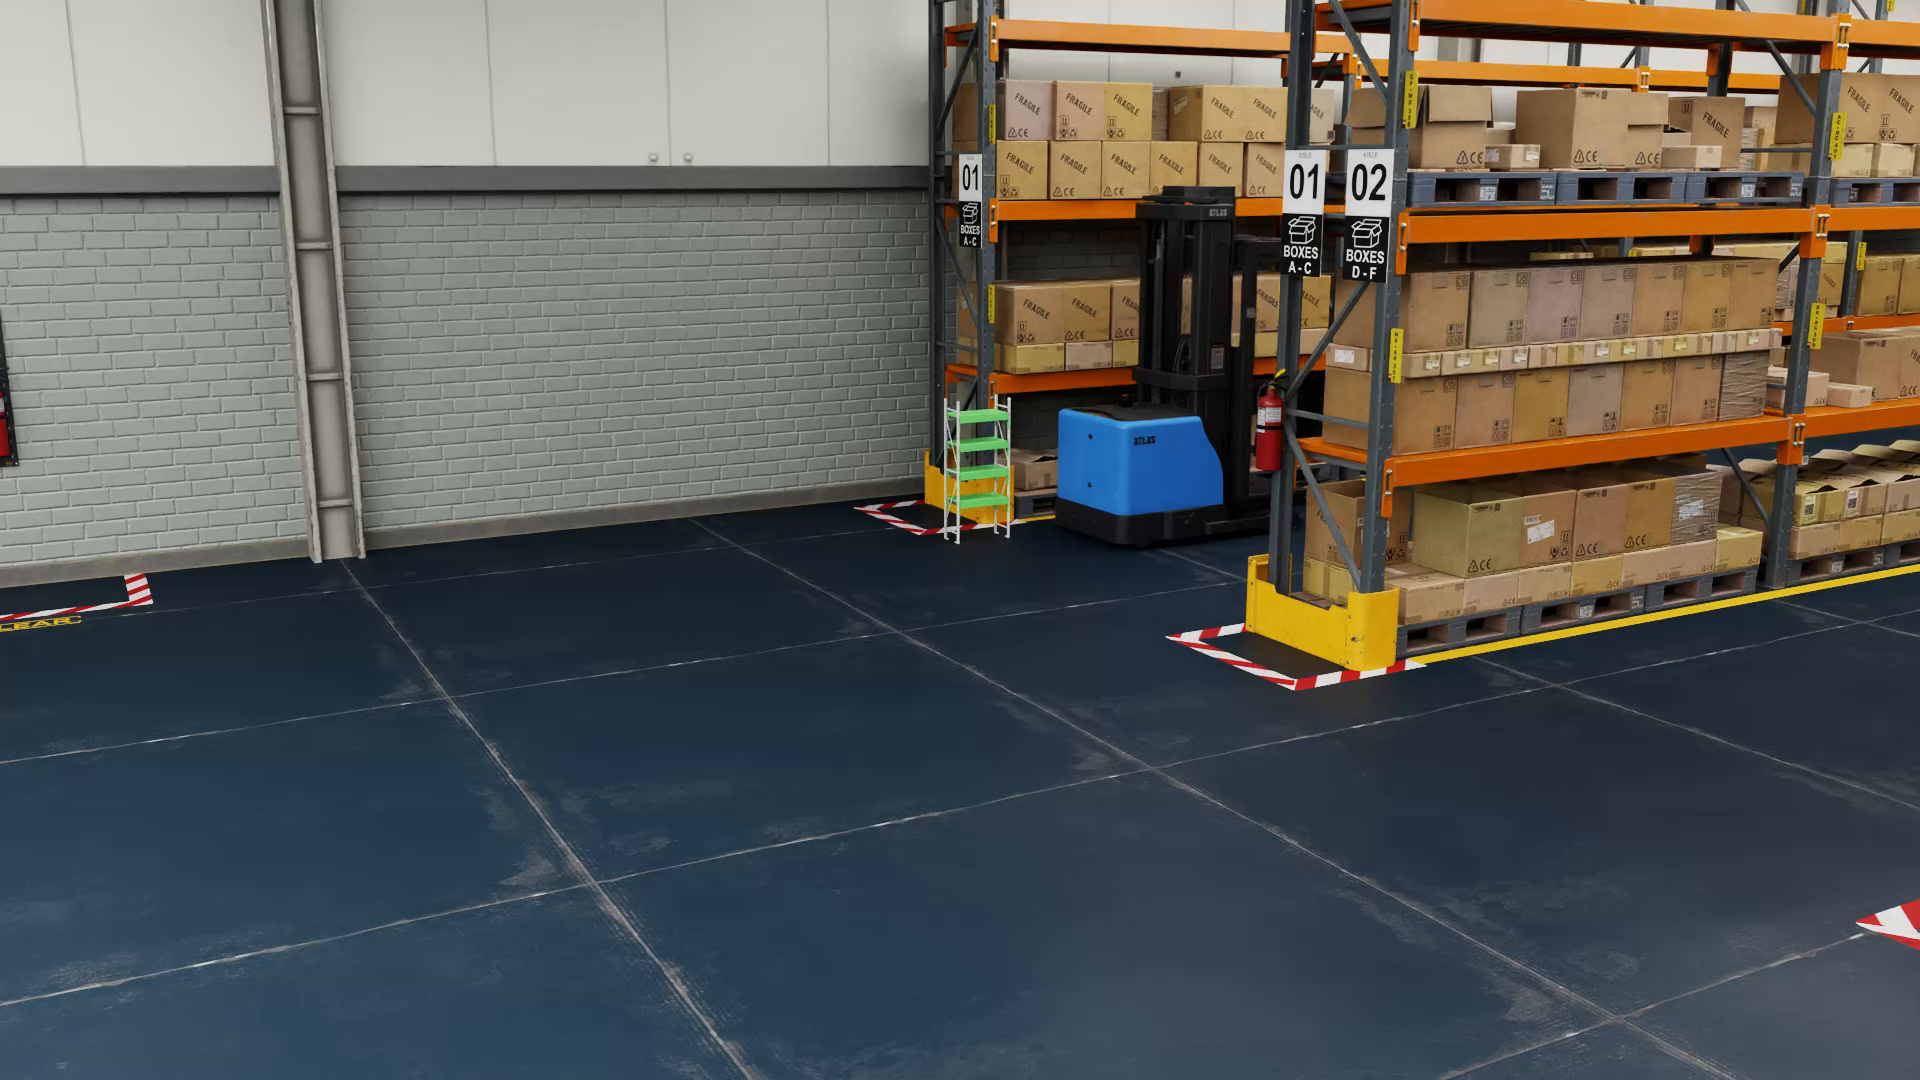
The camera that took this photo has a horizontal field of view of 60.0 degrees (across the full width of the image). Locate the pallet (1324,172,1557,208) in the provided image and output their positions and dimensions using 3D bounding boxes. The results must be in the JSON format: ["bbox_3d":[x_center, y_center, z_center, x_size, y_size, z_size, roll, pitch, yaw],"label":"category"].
[{"bbox_3d":[3.019,-2.256,10.669,1.213,0.211,1.003,-7,14,-28],"label":"pallet"}]

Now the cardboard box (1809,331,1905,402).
[{"bbox_3d":[7.041,-1.369,13.131,0.500,0.500,0.500,-6,14,-24],"label":"cardboard box"}]

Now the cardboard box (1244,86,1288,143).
[{"bbox_3d":[2.731,-3.986,15.605,0.500,0.500,0.500,-6,14,-25],"label":"cardboard box"}]

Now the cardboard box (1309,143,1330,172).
[{"bbox_3d":[3.193,-3.562,15.999,0.500,0.500,0.500,-6,14,-26],"label":"cardboard box"}]

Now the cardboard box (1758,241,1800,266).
[{"bbox_3d":[9.801,-3.402,19.734,0.500,0.250,0.500,-6,14,-27],"label":"cardboard box"}]

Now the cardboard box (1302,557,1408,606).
[{"bbox_3d":[2.715,0.257,11.440,0.500,0.250,0.500,-7,14,-28],"label":"cardboard box"}]

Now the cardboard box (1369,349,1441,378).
[{"bbox_3d":[2.833,-1.131,10.597,0.250,0.149,0.380,-7,14,-28],"label":"cardboard box"}]

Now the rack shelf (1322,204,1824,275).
[{"bbox_3d":[4.141,-2.089,11.365,4.000,0.370,1.077,-7,14,-28],"label":"rack shelf"}]

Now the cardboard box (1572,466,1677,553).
[{"bbox_3d":[4.713,-0.221,11.859,0.500,0.500,0.500,-7,14,-28],"label":"cardboard box"}]

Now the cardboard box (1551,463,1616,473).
[{"bbox_3d":[4.462,-0.322,12.308,0.500,0.500,0.500,-7,14,-28],"label":"cardboard box"}]

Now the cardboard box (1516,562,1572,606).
[{"bbox_3d":[3.839,0.251,11.467,0.500,0.250,0.500,-7,14,-28],"label":"cardboard box"}]

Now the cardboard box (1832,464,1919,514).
[{"bbox_3d":[7.274,-0.426,13.197,0.500,0.311,0.500,-7,15,-30],"label":"cardboard box"}]

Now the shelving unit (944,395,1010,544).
[{"bbox_3d":[0.145,-0.603,14.055,0.503,1.200,0.258,-7,14,-28],"label":"shelving unit"}]

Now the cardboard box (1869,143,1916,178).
[{"bbox_3d":[6.923,-2.903,12.730,0.500,0.250,0.500,-8,15,-33],"label":"cardboard box"}]

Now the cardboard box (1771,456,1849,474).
[{"bbox_3d":[7.008,-0.530,13.659,0.500,0.311,0.500,-7,14,-28],"label":"cardboard box"}]

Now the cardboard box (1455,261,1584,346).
[{"bbox_3d":[3.749,-1.609,11.246,0.500,0.500,0.700,-7,14,-28],"label":"cardboard box"}]

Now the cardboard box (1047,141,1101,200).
[{"bbox_3d":[0.911,-3.279,14.741,0.500,0.500,0.500,-6,14,-24],"label":"cardboard box"}]

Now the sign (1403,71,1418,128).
[{"bbox_3d":[2.646,-2.587,9.769,0.005,0.325,0.100,-7,14,-28],"label":"sign"}]

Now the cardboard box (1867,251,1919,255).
[{"bbox_3d":[12.303,-3.337,21.422,0.700,0.700,0.980,-8,15,-31],"label":"cardboard box"}]

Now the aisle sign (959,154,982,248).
[{"bbox_3d":[0.089,-2.923,14.345,0.004,0.787,0.394,-7,14,-28],"label":"aisle sign"}]

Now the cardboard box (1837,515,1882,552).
[{"bbox_3d":[6.819,-0.098,13.020,0.500,0.250,0.500,-6,14,-26],"label":"cardboard box"}]

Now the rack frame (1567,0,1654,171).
[{"bbox_3d":[7.031,-5.489,18.002,0.127,3.000,1.000,-7,14,-28],"label":"rack frame"}]

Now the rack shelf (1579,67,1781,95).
[{"bbox_3d":[8.786,-5.153,19.060,4.000,0.370,1.077,-7,14,-28],"label":"rack shelf"}]

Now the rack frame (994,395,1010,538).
[{"bbox_3d":[0.359,-0.628,14.169,0.015,1.200,0.240,-7,14,-28],"label":"rack frame"}]

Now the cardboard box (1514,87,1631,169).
[{"bbox_3d":[3.974,-2.673,10.821,0.500,0.500,0.500,-7,14,-28],"label":"cardboard box"}]

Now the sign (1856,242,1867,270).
[{"bbox_3d":[10.810,-3.405,19.952,0.005,0.325,0.100,-7,14,-28],"label":"sign"}]

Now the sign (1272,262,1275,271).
[{"bbox_3d":[3.251,-2.812,17.137,0.005,0.325,0.100,-7,14,-28],"label":"sign"}]

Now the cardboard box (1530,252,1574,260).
[{"bbox_3d":[6.467,-3.063,18.180,0.250,0.149,0.380,-10,16,-37],"label":"cardboard box"}]

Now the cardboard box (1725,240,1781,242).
[{"bbox_3d":[9.557,-3.498,20.160,0.500,0.250,0.500,-7,14,-27],"label":"cardboard box"}]

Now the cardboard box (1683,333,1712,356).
[{"bbox_3d":[5.084,-1.401,11.796,0.250,0.149,0.380,-7,14,-28],"label":"cardboard box"}]

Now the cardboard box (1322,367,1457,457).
[{"bbox_3d":[2.802,-0.861,10.877,0.500,0.500,0.700,-7,14,-28],"label":"cardboard box"}]

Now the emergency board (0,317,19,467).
[{"bbox_3d":[-7.245,-1.077,12.061,0.643,1.169,0.194,-7,14,-28],"label":"emergency board"}]

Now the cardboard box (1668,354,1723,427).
[{"bbox_3d":[5.050,-1.131,12.075,0.500,0.500,0.700,-7,14,-28],"label":"cardboard box"}]

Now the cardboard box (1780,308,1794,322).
[{"bbox_3d":[9.718,-2.691,19.761,0.250,0.149,0.380,-7,14,-28],"label":"cardboard box"}]

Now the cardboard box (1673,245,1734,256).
[{"bbox_3d":[8.461,-3.239,19.013,0.500,0.250,0.500,-7,14,-27],"label":"cardboard box"}]

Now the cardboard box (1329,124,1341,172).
[{"bbox_3d":[4.038,-3.900,16.591,0.500,0.500,0.500,-5,13,-20],"label":"cardboard box"}]

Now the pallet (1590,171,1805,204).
[{"bbox_3d":[5.160,-2.512,11.810,1.213,0.211,1.003,-7,14,-28],"label":"pallet"}]

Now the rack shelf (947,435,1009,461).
[{"bbox_3d":[0.145,-0.775,14.016,0.480,0.148,0.258,-7,14,-28],"label":"rack shelf"}]

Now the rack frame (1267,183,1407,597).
[{"bbox_3d":[2.386,-0.766,10.681,0.127,3.000,1.000,-7,14,-28],"label":"rack frame"}]

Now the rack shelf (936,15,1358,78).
[{"bbox_3d":[1.764,-4.505,15.276,4.000,0.370,1.077,-7,14,-28],"label":"rack shelf"}]

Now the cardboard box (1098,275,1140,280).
[{"bbox_3d":[1.661,-2.272,15.963,0.500,0.500,0.500,-7,14,-27],"label":"cardboard box"}]

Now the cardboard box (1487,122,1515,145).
[{"bbox_3d":[3.758,-2.689,11.324,0.500,0.311,0.500,-5,14,-21],"label":"cardboard box"}]

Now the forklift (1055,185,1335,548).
[{"bbox_3d":[2.362,-1.578,14.447,3.031,2.935,1.130,-7,15,-29],"label":"forklift"}]

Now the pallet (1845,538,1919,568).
[{"bbox_3d":[7.597,-0.041,13.809,1.213,0.211,1.003,-7,14,-28],"label":"pallet"}]

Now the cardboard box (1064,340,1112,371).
[{"bbox_3d":[1.038,-1.704,15.146,0.500,0.250,0.500,-7,15,-30],"label":"cardboard box"}]

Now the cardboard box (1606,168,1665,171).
[{"bbox_3d":[7.421,-4.350,18.543,0.500,0.500,0.700,-8,15,-32],"label":"cardboard box"}]

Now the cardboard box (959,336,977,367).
[{"bbox_3d":[0.326,-1.743,15.320,0.500,0.250,0.500,-7,14,-27],"label":"cardboard box"}]

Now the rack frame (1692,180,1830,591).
[{"bbox_3d":[5.897,-1.187,12.550,0.127,3.000,1.000,-7,14,-28],"label":"rack frame"}]

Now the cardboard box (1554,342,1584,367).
[{"bbox_3d":[3.963,-1.267,11.201,0.250,0.149,0.380,-7,14,-29],"label":"cardboard box"}]

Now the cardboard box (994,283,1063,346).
[{"bbox_3d":[0.572,-2.015,14.819,0.500,0.500,0.500,-7,14,-28],"label":"cardboard box"}]

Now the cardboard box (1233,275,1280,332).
[{"bbox_3d":[2.818,-2.280,15.999,0.500,0.500,0.500,-7,14,-28],"label":"cardboard box"}]
